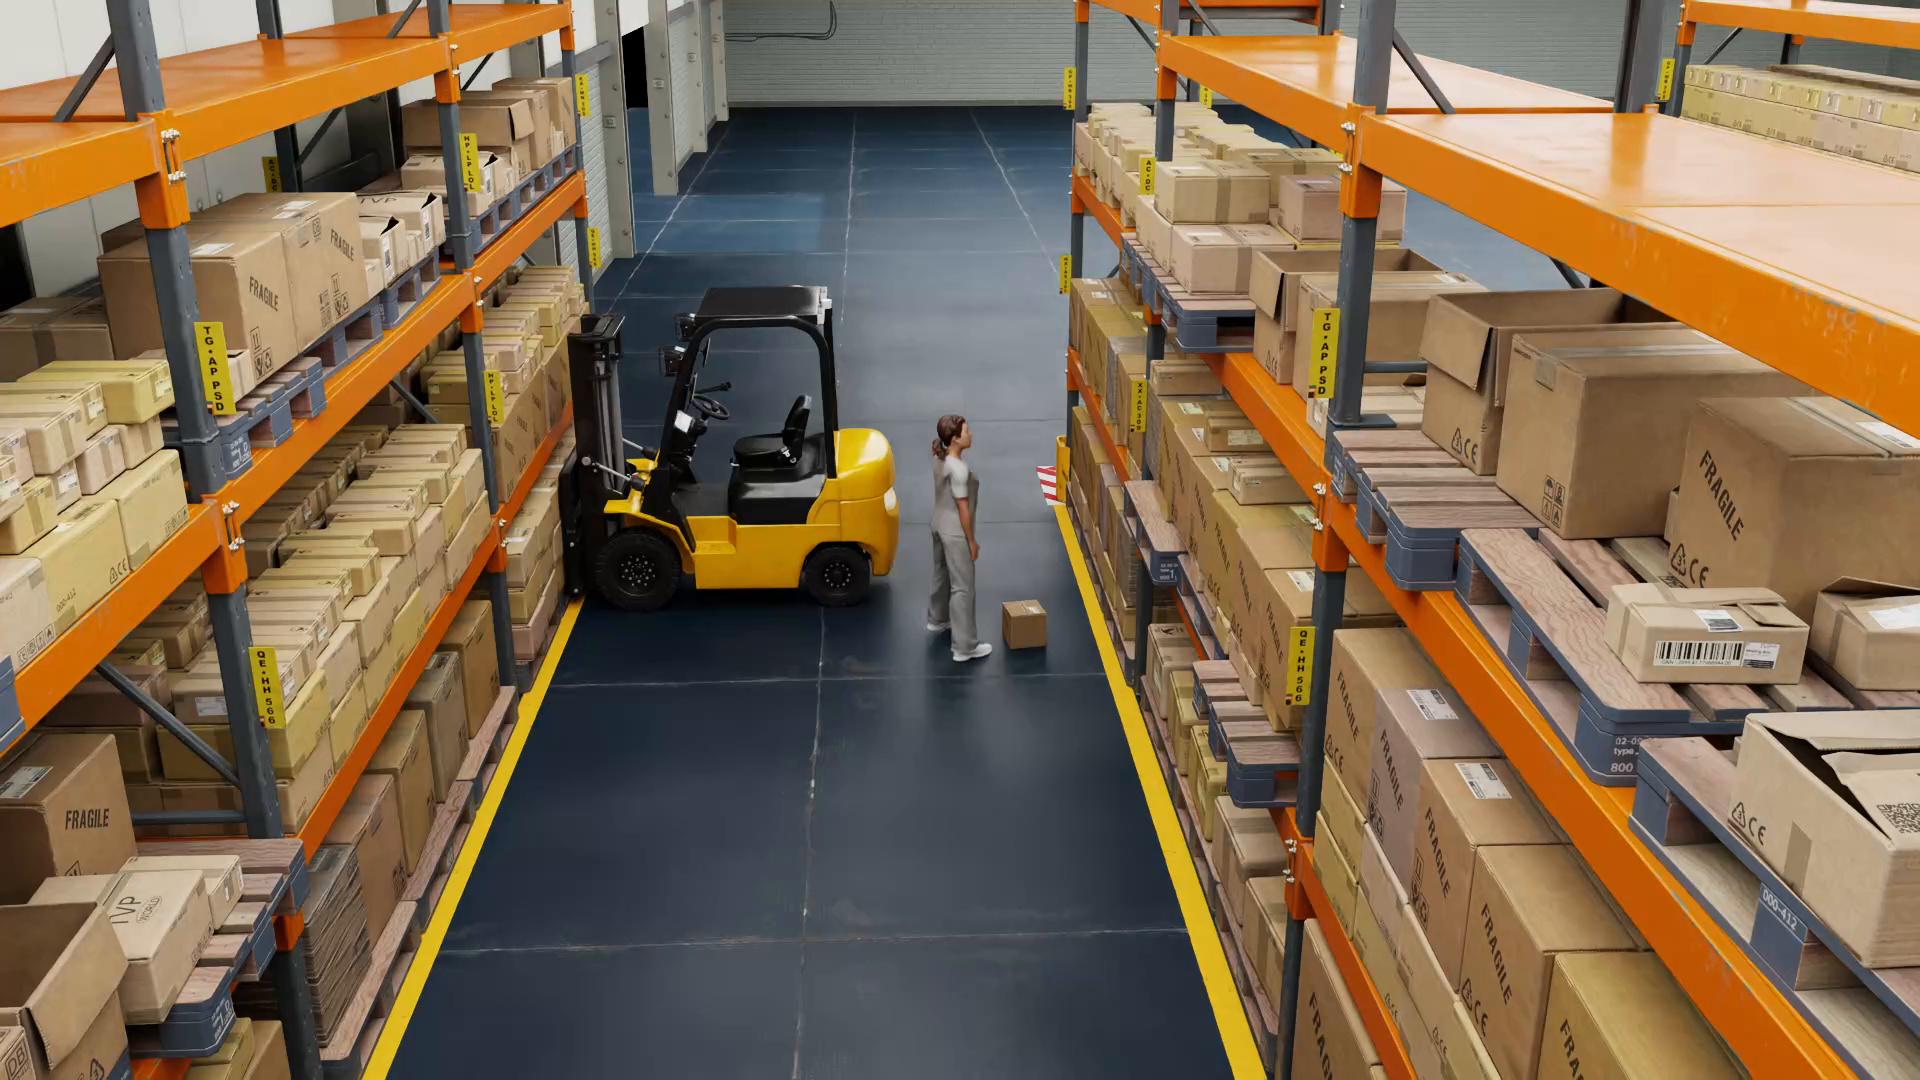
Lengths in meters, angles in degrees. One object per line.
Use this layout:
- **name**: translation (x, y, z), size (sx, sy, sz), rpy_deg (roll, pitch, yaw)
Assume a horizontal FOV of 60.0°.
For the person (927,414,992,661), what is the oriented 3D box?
- **person**: translation (-0.028, -0.062, 11.232), size (0.394, 1.669, 0.647), rpy_deg (-8, 22, -21)
